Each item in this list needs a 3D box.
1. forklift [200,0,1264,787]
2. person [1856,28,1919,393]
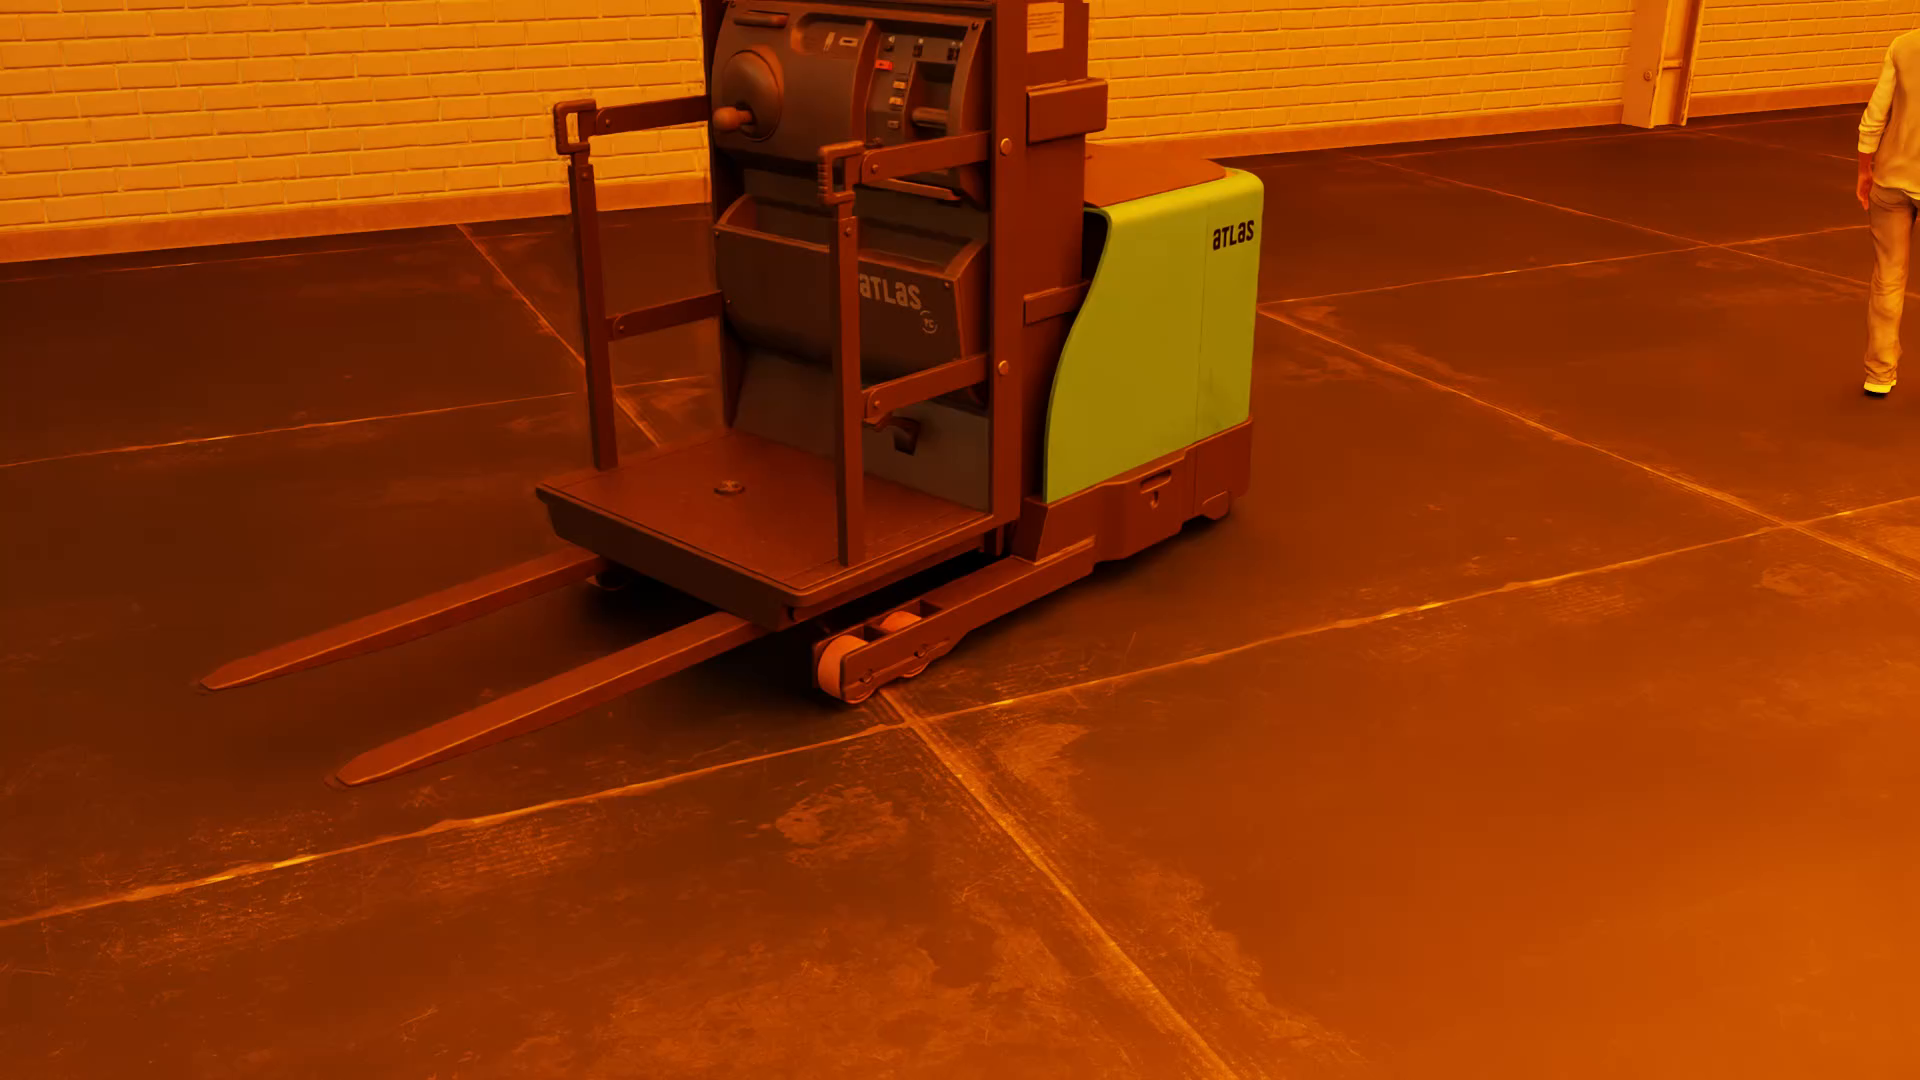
[{"bbox_3d":[-0.447,-1.168,4.098,1.130,2.935,3.031,19,29,39],"label":"forklift"},{"bbox_3d":[3.625,-1.283,6.215,0.475,1.504,0.520,-21,30,-41],"label":"person"}]
